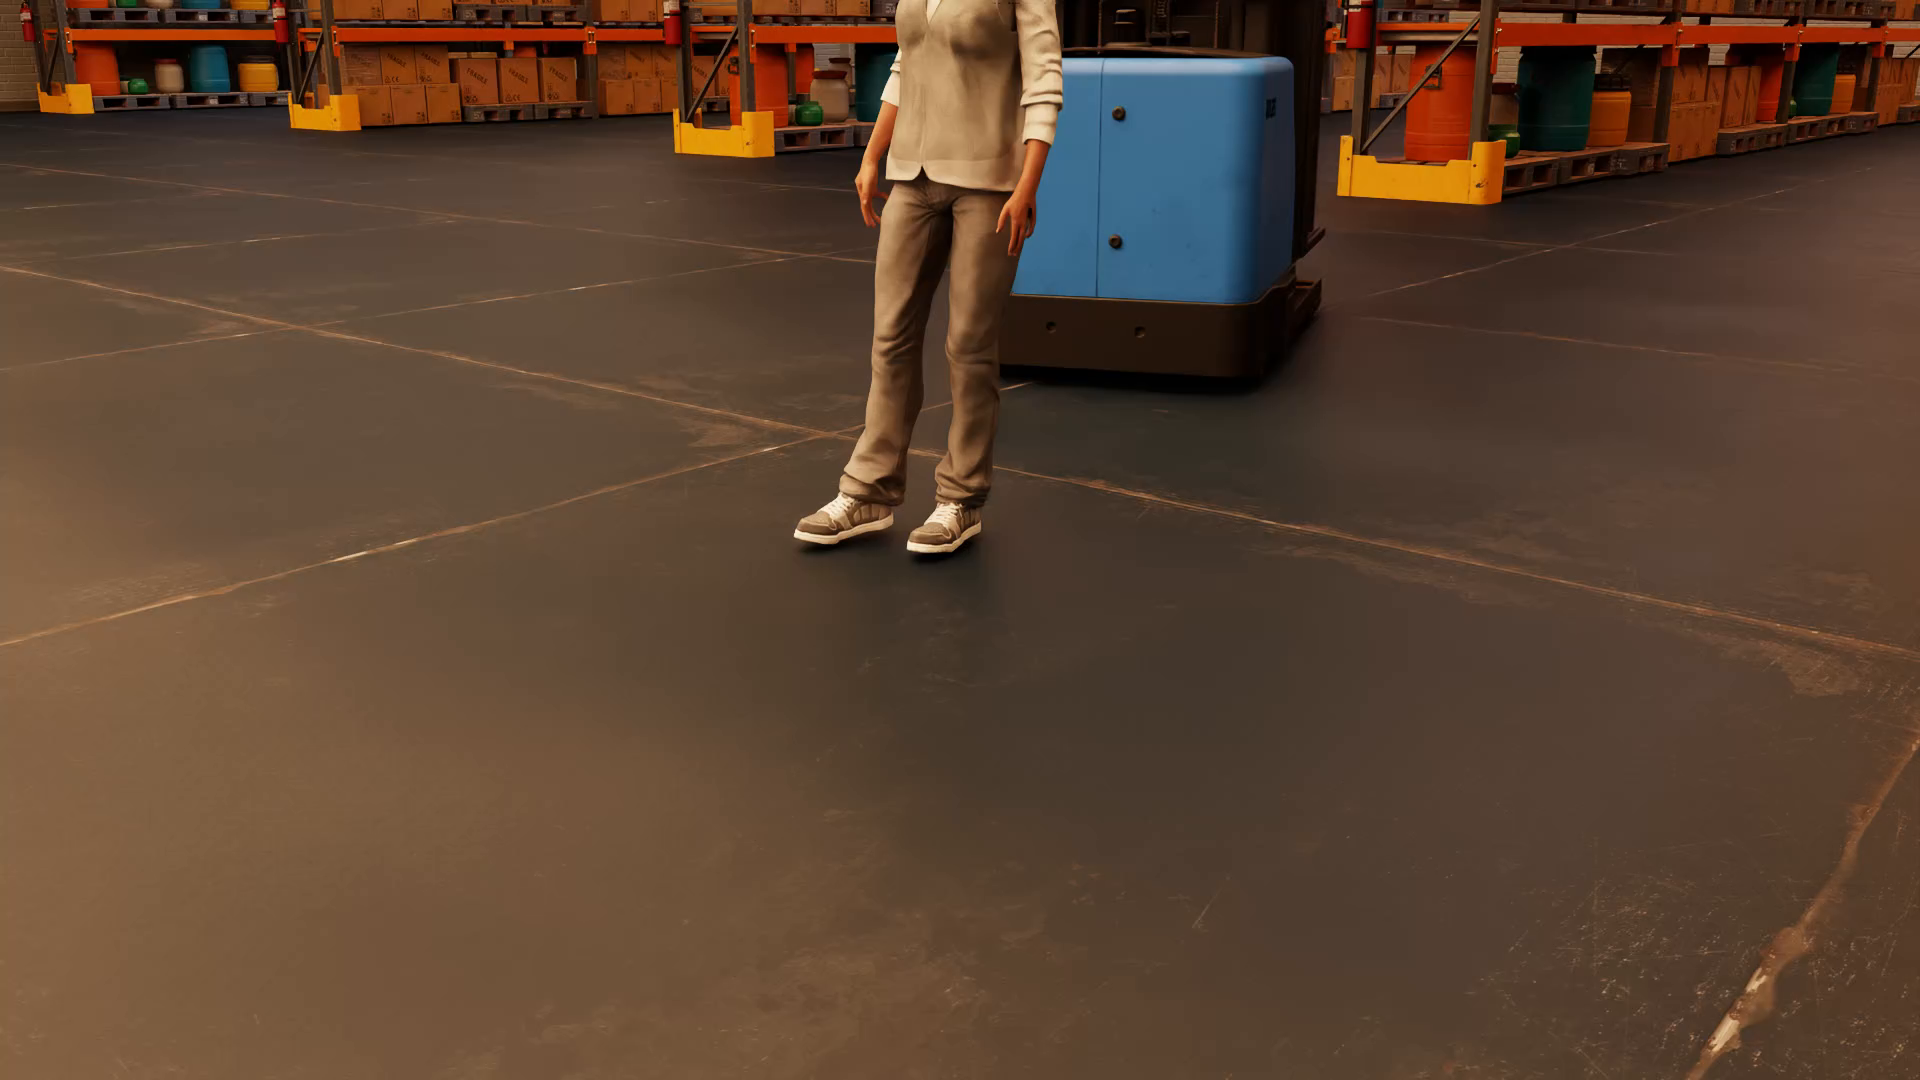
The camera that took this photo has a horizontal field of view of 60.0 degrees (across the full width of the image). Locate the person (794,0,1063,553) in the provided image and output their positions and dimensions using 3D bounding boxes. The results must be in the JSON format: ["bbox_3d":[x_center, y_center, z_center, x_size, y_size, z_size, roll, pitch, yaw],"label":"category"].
[{"bbox_3d":[-0.058,-0.756,3.661,0.521,1.599,0.473,13,21,37],"label":"person"}]

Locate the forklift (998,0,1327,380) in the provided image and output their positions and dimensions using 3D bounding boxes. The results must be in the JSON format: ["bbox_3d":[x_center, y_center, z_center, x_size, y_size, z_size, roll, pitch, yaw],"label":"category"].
[{"bbox_3d":[0.909,-2.322,6.545,1.130,2.935,3.031,5,18,17],"label":"forklift"}]
